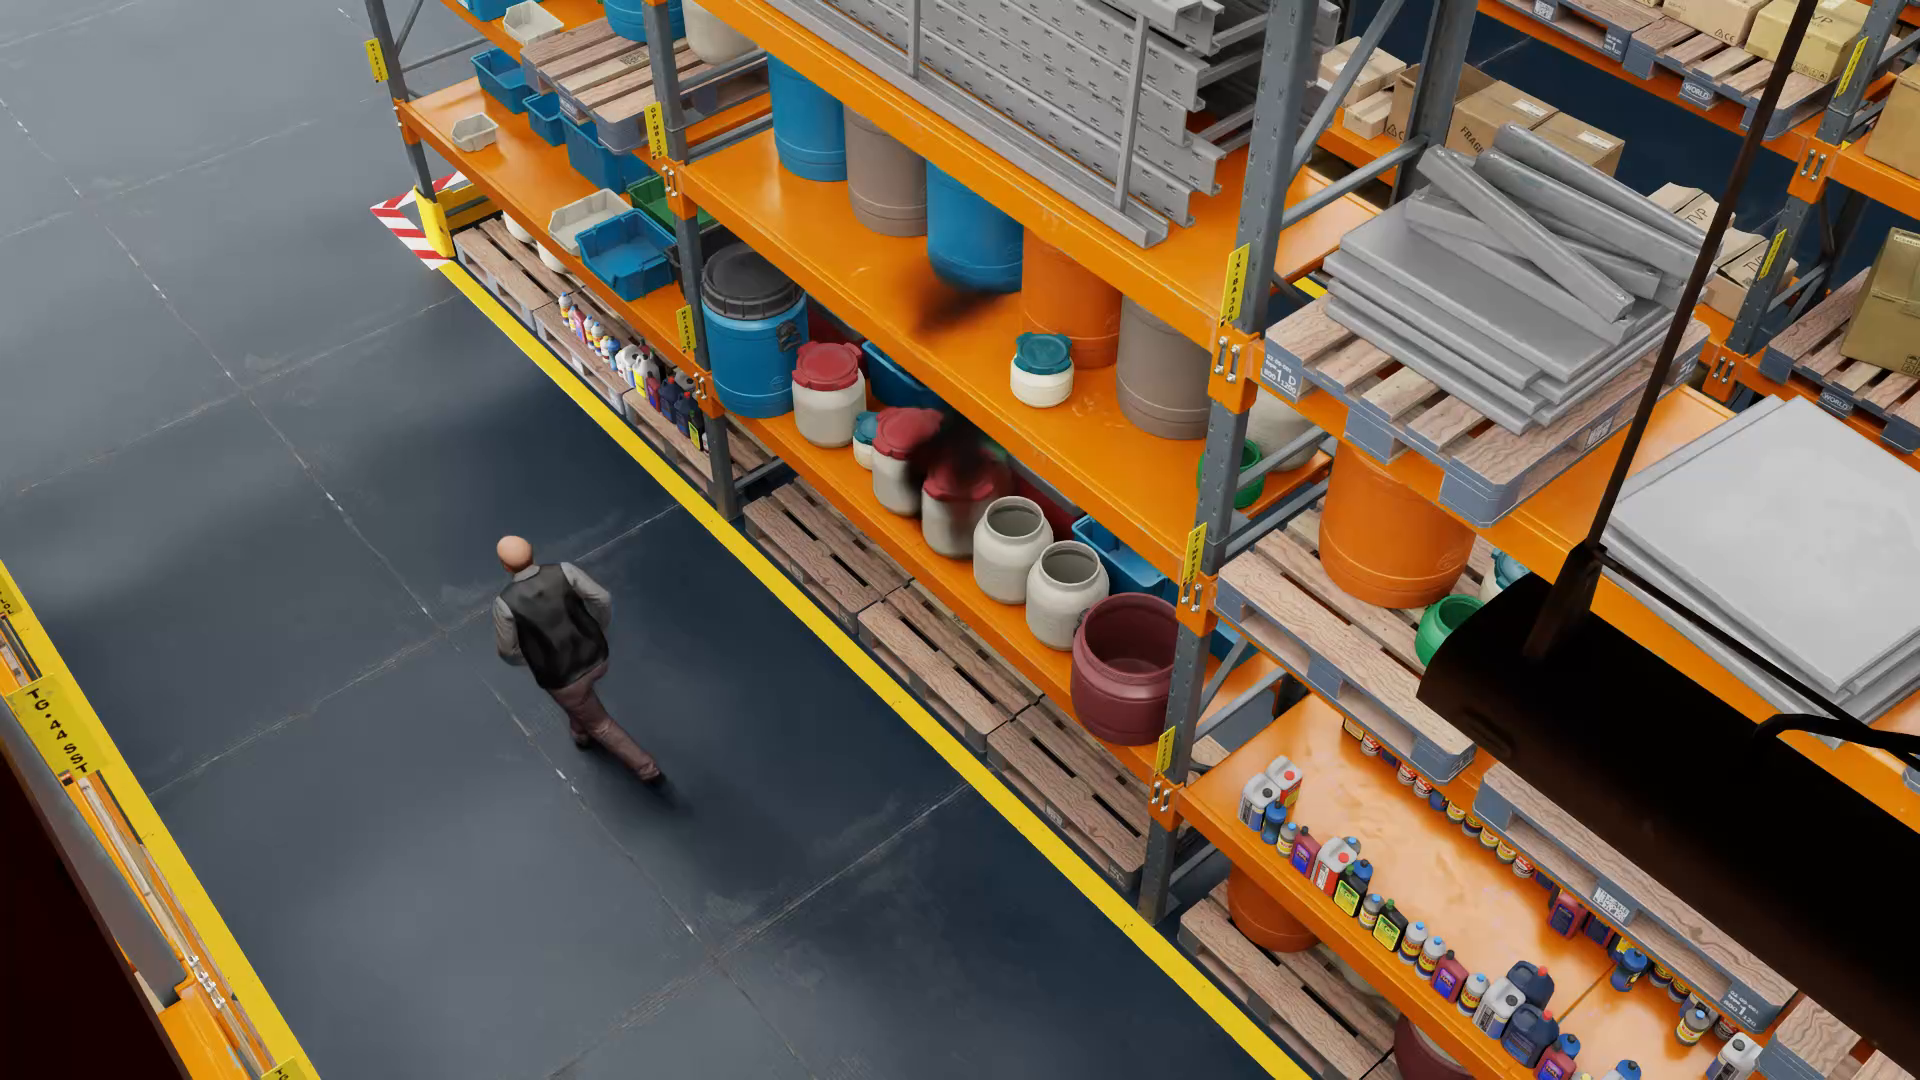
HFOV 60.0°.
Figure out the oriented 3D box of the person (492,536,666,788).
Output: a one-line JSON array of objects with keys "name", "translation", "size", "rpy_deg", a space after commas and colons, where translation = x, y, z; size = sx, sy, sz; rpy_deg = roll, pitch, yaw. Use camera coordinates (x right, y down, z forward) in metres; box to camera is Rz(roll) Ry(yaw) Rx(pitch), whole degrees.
[{"name": "person", "translation": [-2.105, 0.756, 9.218], "size": [1.042, 1.580, 0.652], "rpy_deg": [35, 56, 29]}]
